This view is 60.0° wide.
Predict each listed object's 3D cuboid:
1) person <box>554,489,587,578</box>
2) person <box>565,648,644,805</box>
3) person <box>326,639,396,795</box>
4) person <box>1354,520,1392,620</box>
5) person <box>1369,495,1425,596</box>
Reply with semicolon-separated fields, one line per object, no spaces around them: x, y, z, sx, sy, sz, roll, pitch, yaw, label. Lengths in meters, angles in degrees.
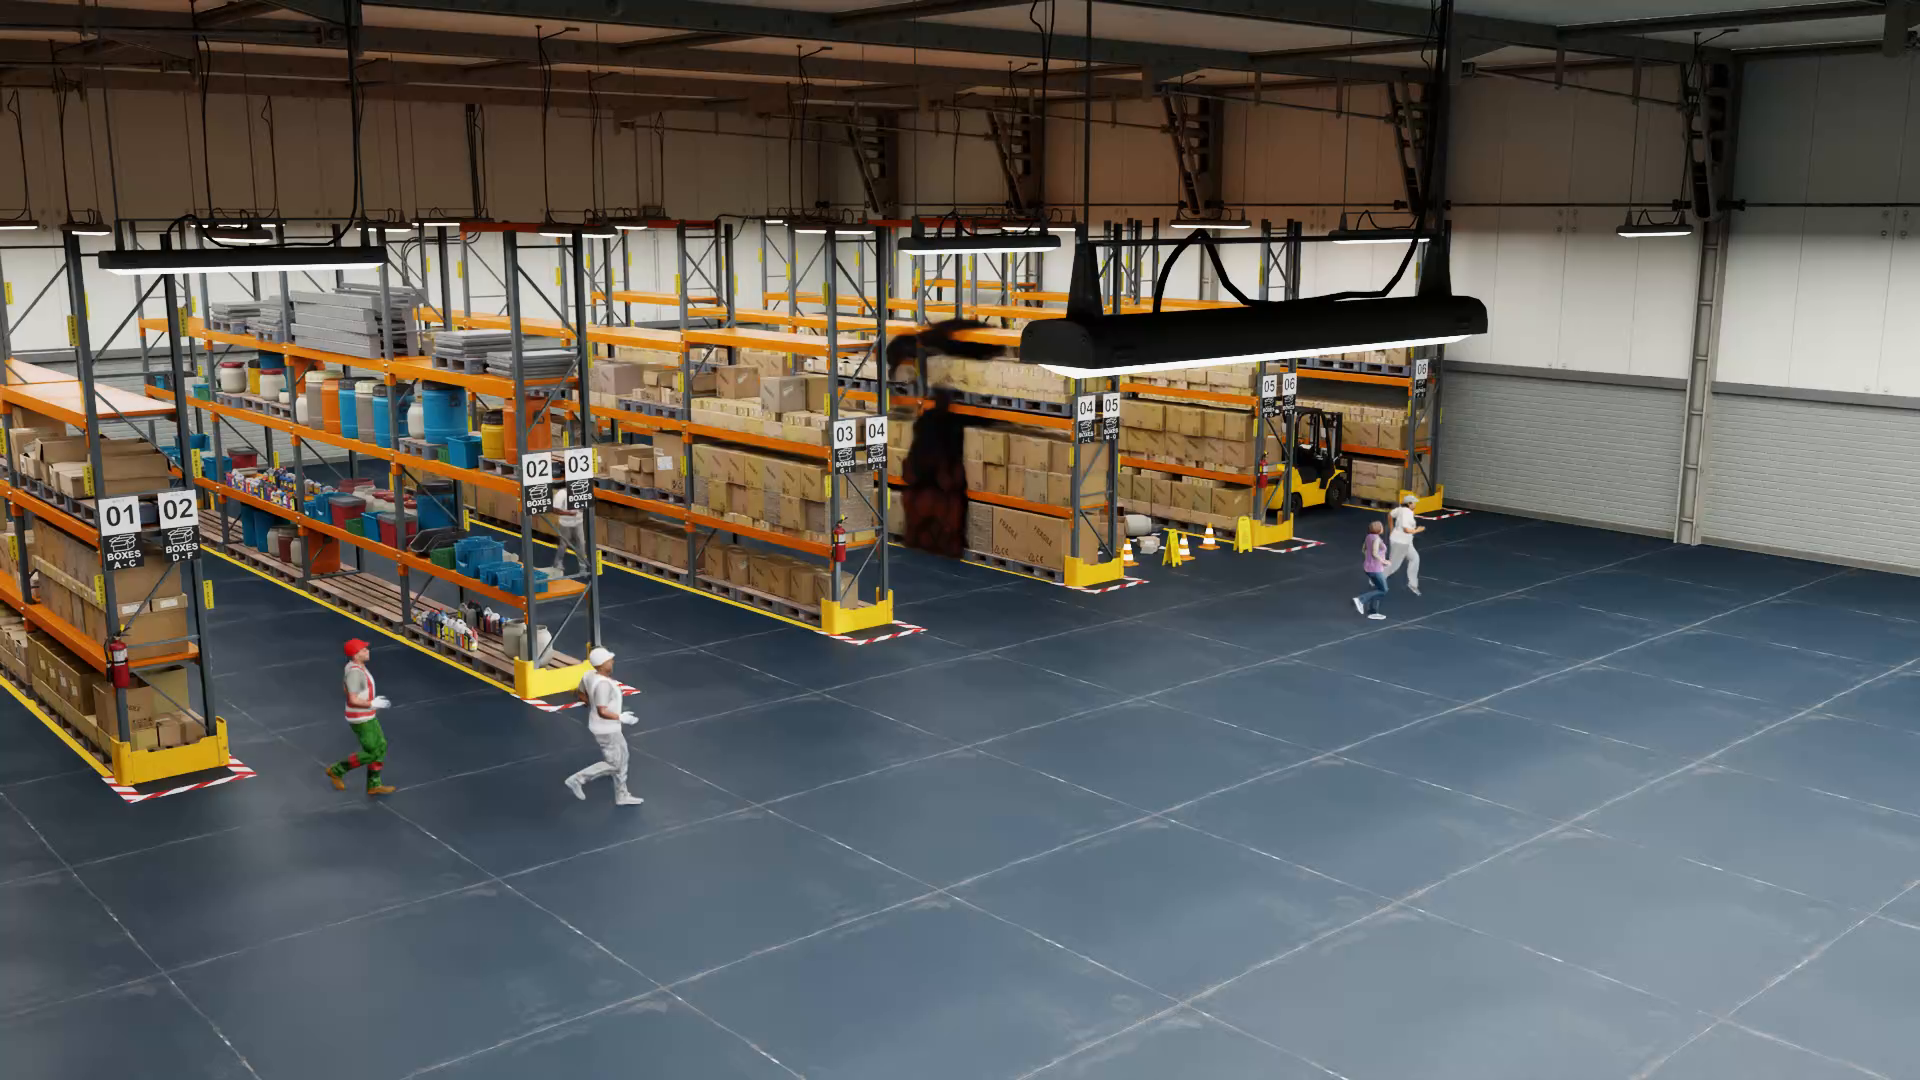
-6.729;-0.262;28.658;0.640;1.795;0.890;-10;15;-41;person
-3.793;1.999;17.582;0.841;1.771;0.681;-5;12;-22;person
-6.507;1.917;17.955;0.714;1.749;0.653;-4;12;-18;person
6.348;0.472;25.649;0.557;1.535;0.534;-1;11;-6;person
7.184;0.095;27.274;0.861;1.712;0.627;2;12;10;person
